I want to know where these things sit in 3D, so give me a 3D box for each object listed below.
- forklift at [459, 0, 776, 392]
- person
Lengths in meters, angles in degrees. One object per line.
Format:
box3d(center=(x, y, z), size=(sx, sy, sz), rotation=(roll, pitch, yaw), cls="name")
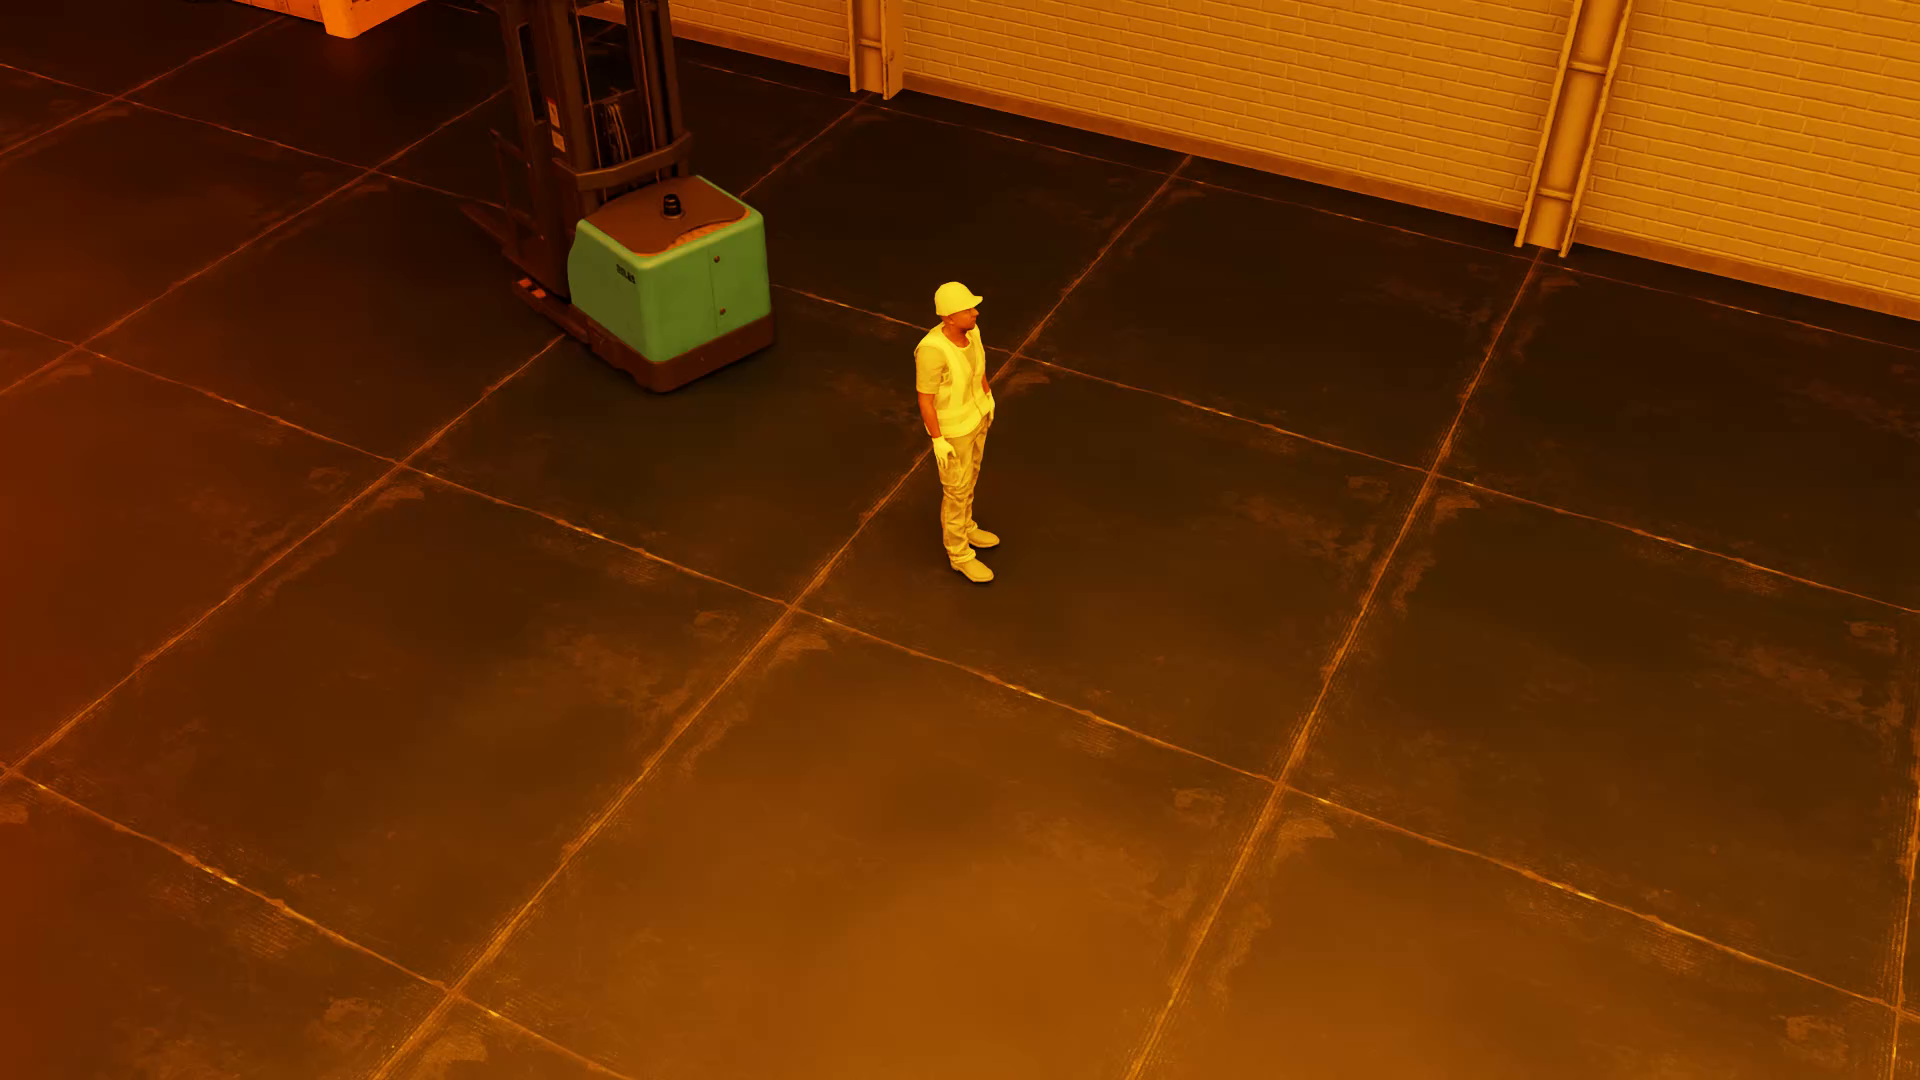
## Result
box3d(center=(-2.670, -2.995, 11.543), size=(1.130, 2.935, 3.031), rotation=(-30, 49, -31), cls="forklift")
box3d(center=(0.061, -0.661, 9.652), size=(0.575, 1.785, 0.657), rotation=(18, 43, 21), cls="person")
